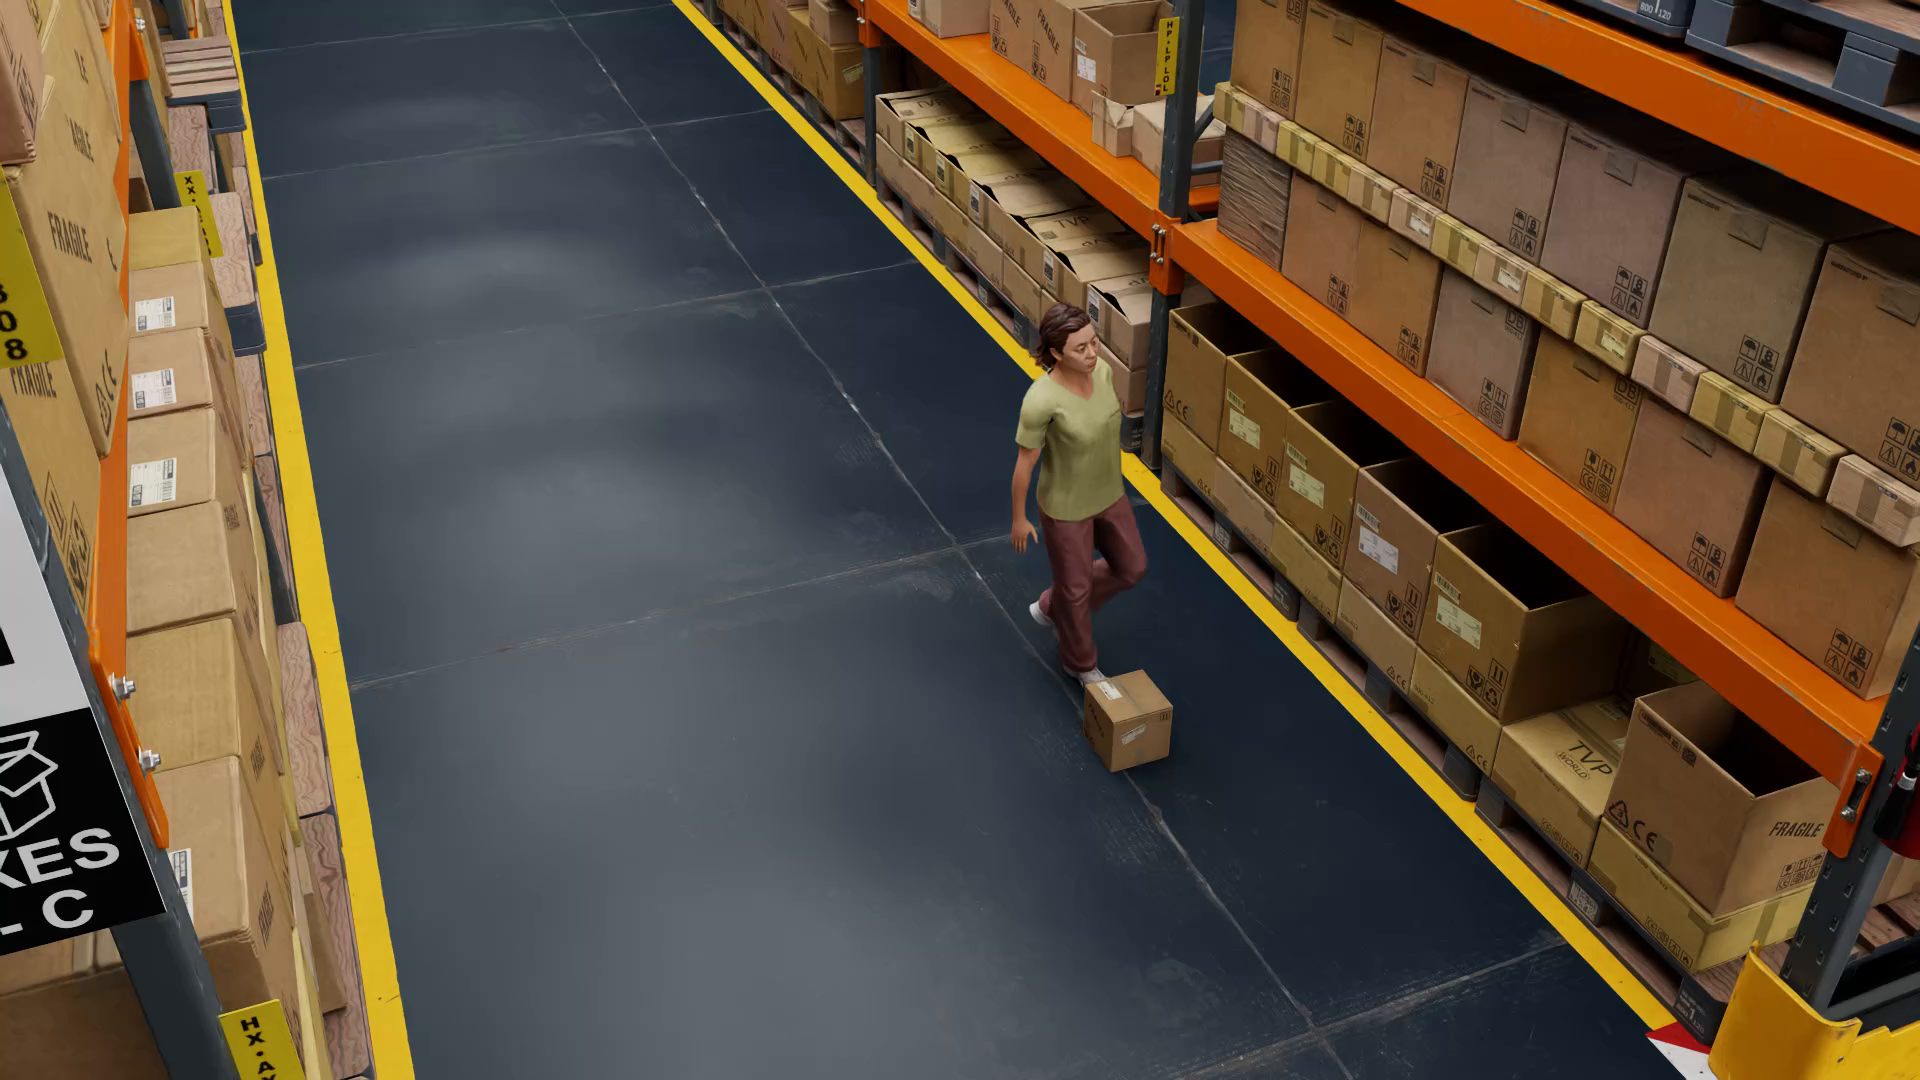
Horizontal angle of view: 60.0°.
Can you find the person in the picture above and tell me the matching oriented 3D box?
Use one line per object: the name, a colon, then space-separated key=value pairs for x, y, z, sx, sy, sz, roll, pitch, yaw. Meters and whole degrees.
person: x=0.435 y=-0.135 z=6.346 sx=0.523 sy=1.666 sz=0.489 roll=-25 pitch=41 yaw=-32
